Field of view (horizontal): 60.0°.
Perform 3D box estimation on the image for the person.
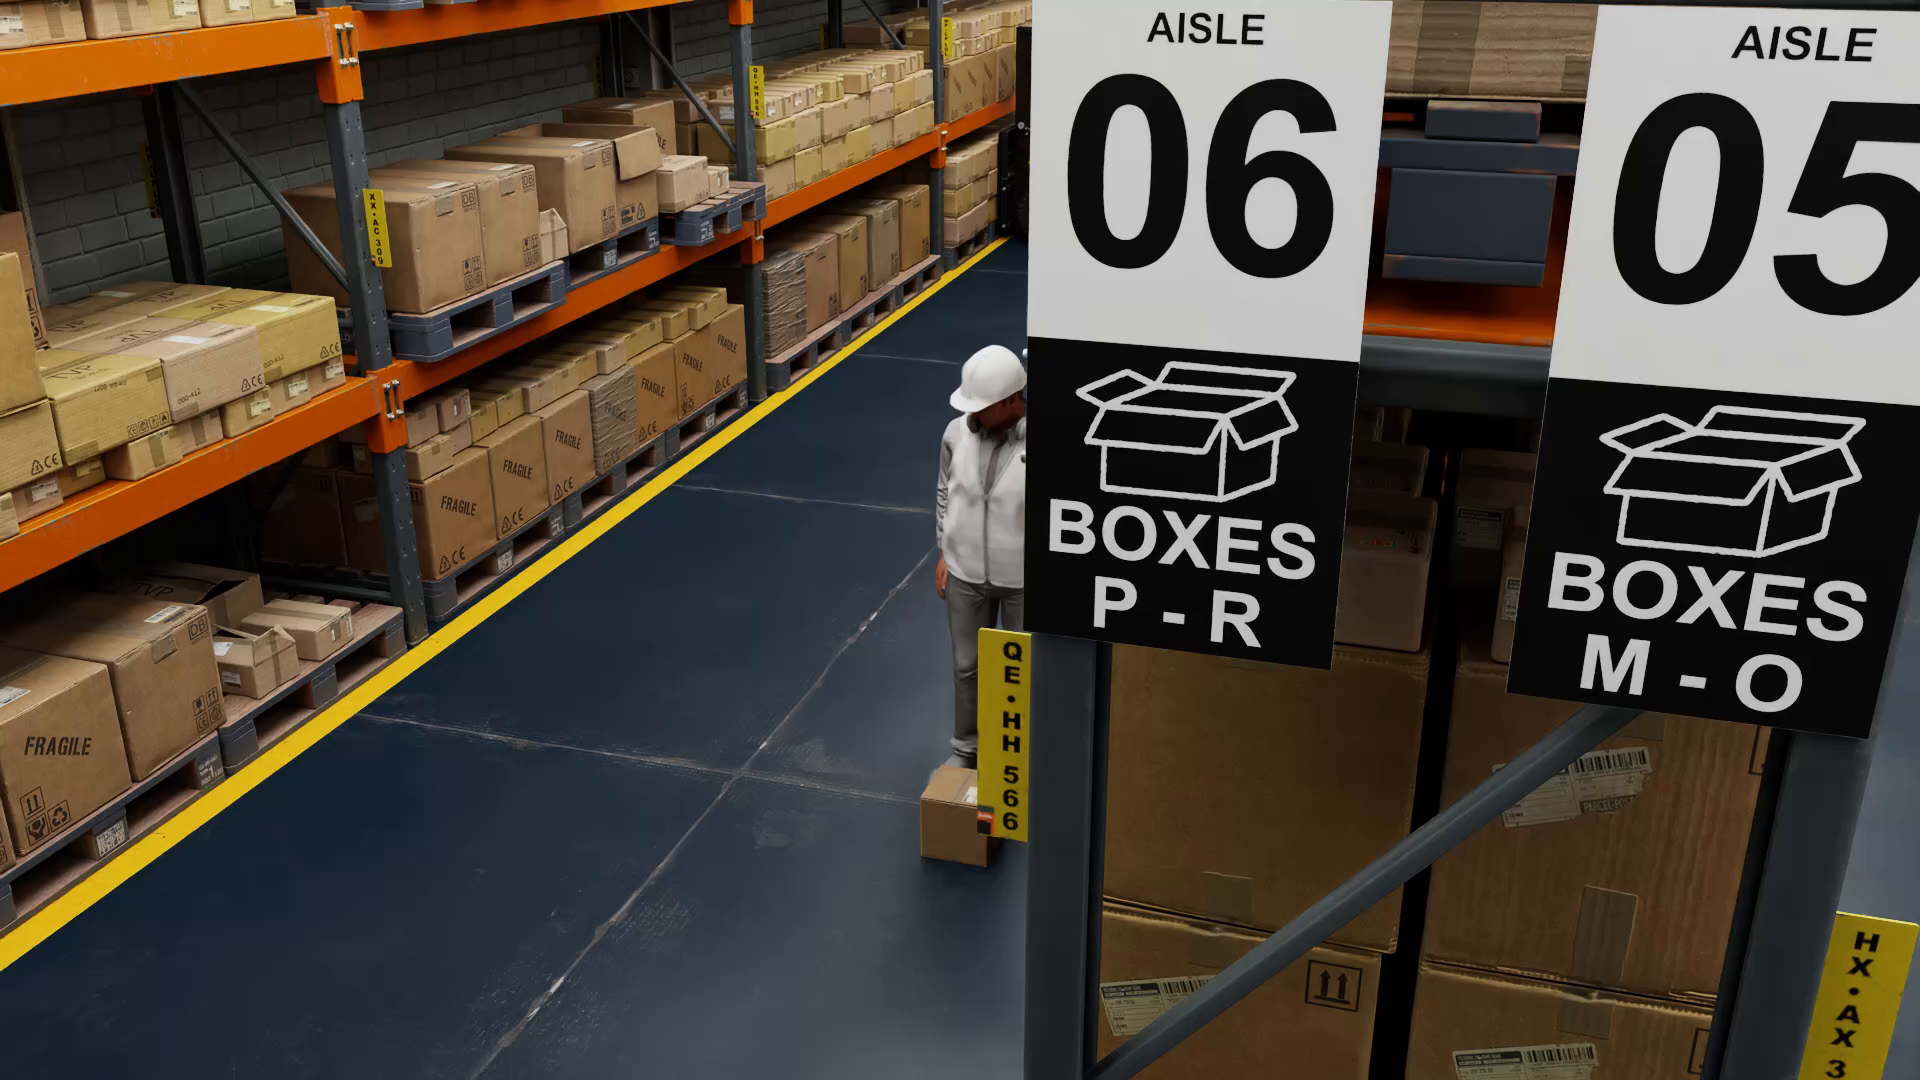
[{"bbox_3d":[0.173,0.133,6.207,0.592,1.785,0.393,7,23,17],"label":"person"}]
